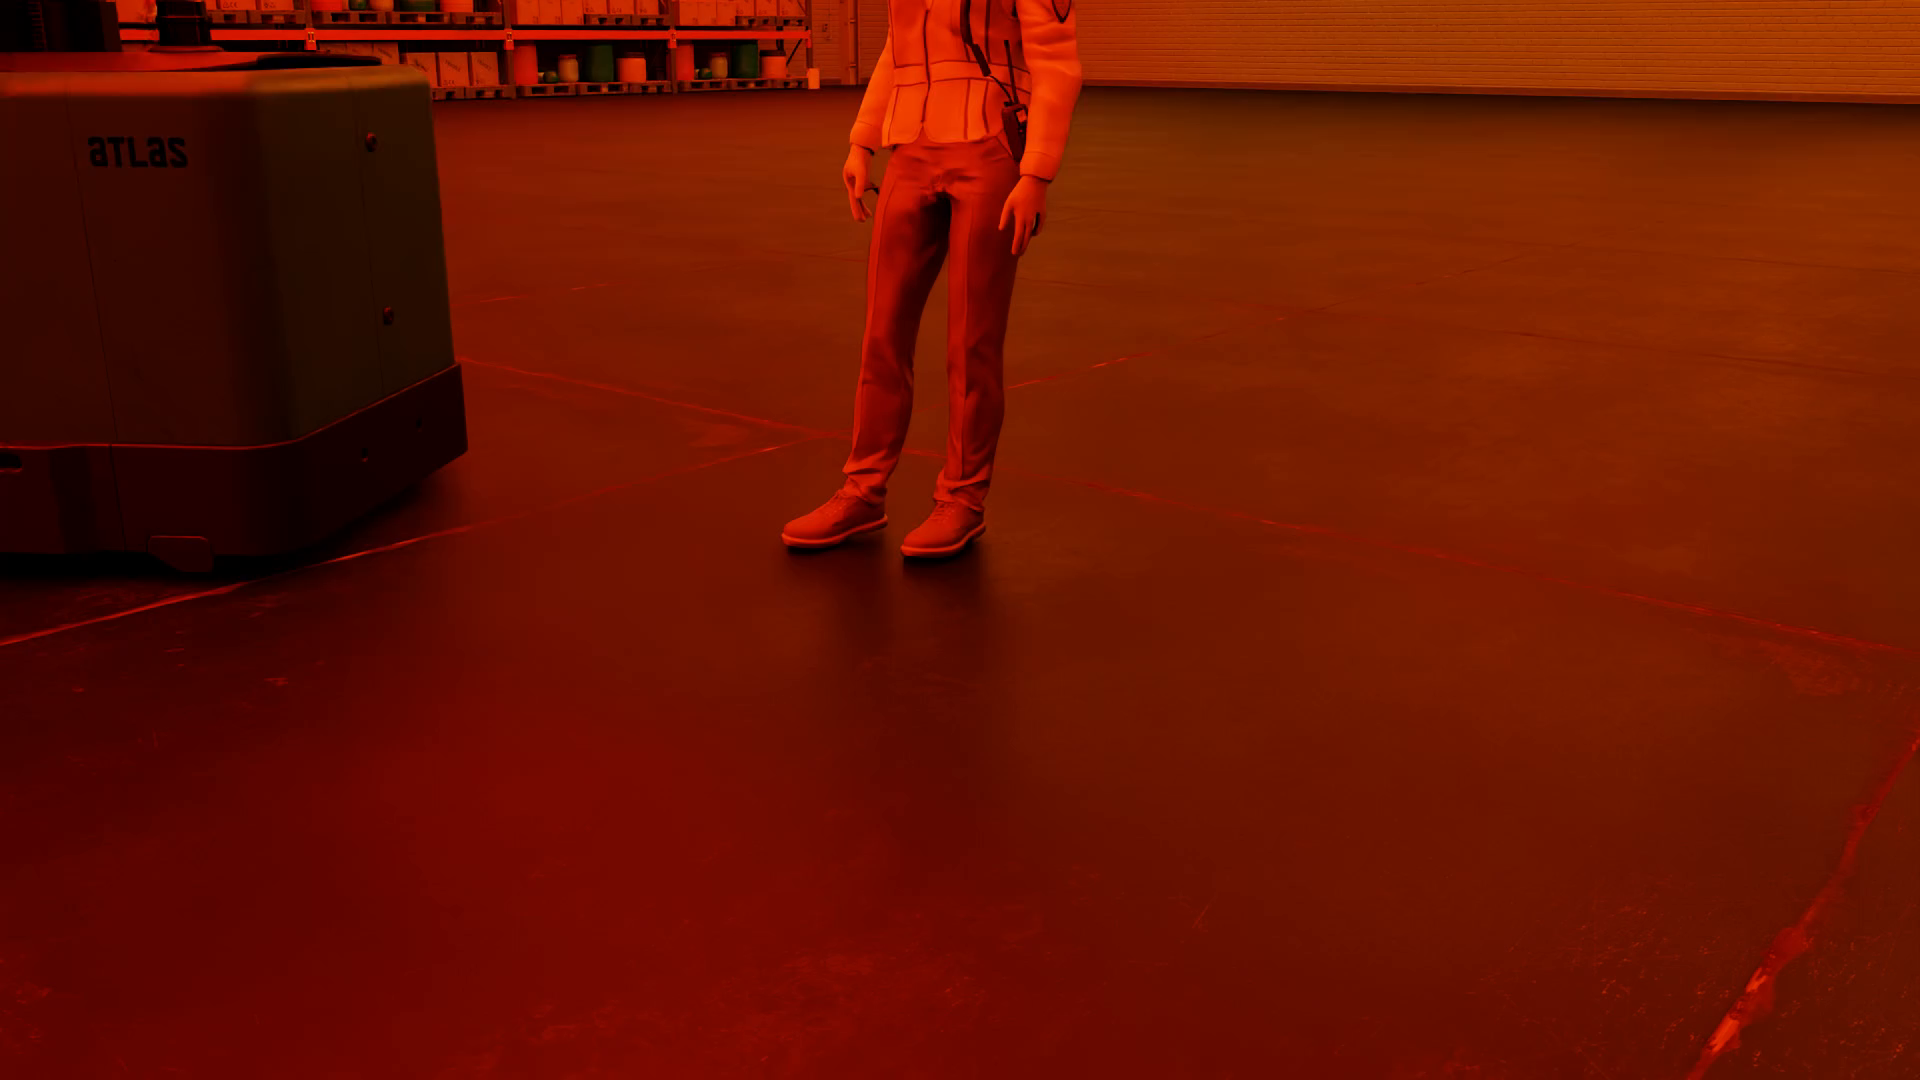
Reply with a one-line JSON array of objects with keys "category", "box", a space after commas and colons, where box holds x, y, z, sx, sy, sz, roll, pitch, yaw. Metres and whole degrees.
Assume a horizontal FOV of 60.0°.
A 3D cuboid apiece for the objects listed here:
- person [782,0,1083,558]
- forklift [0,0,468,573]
[{"category": "person", "box": [-0.049, -0.804, 3.647, 0.586, 1.694, 0.532, 13, 21, 37]}, {"category": "forklift", "box": [-2.879, -1.495, 3.820, 3.031, 2.935, 1.130, 2, 17, 6]}]
